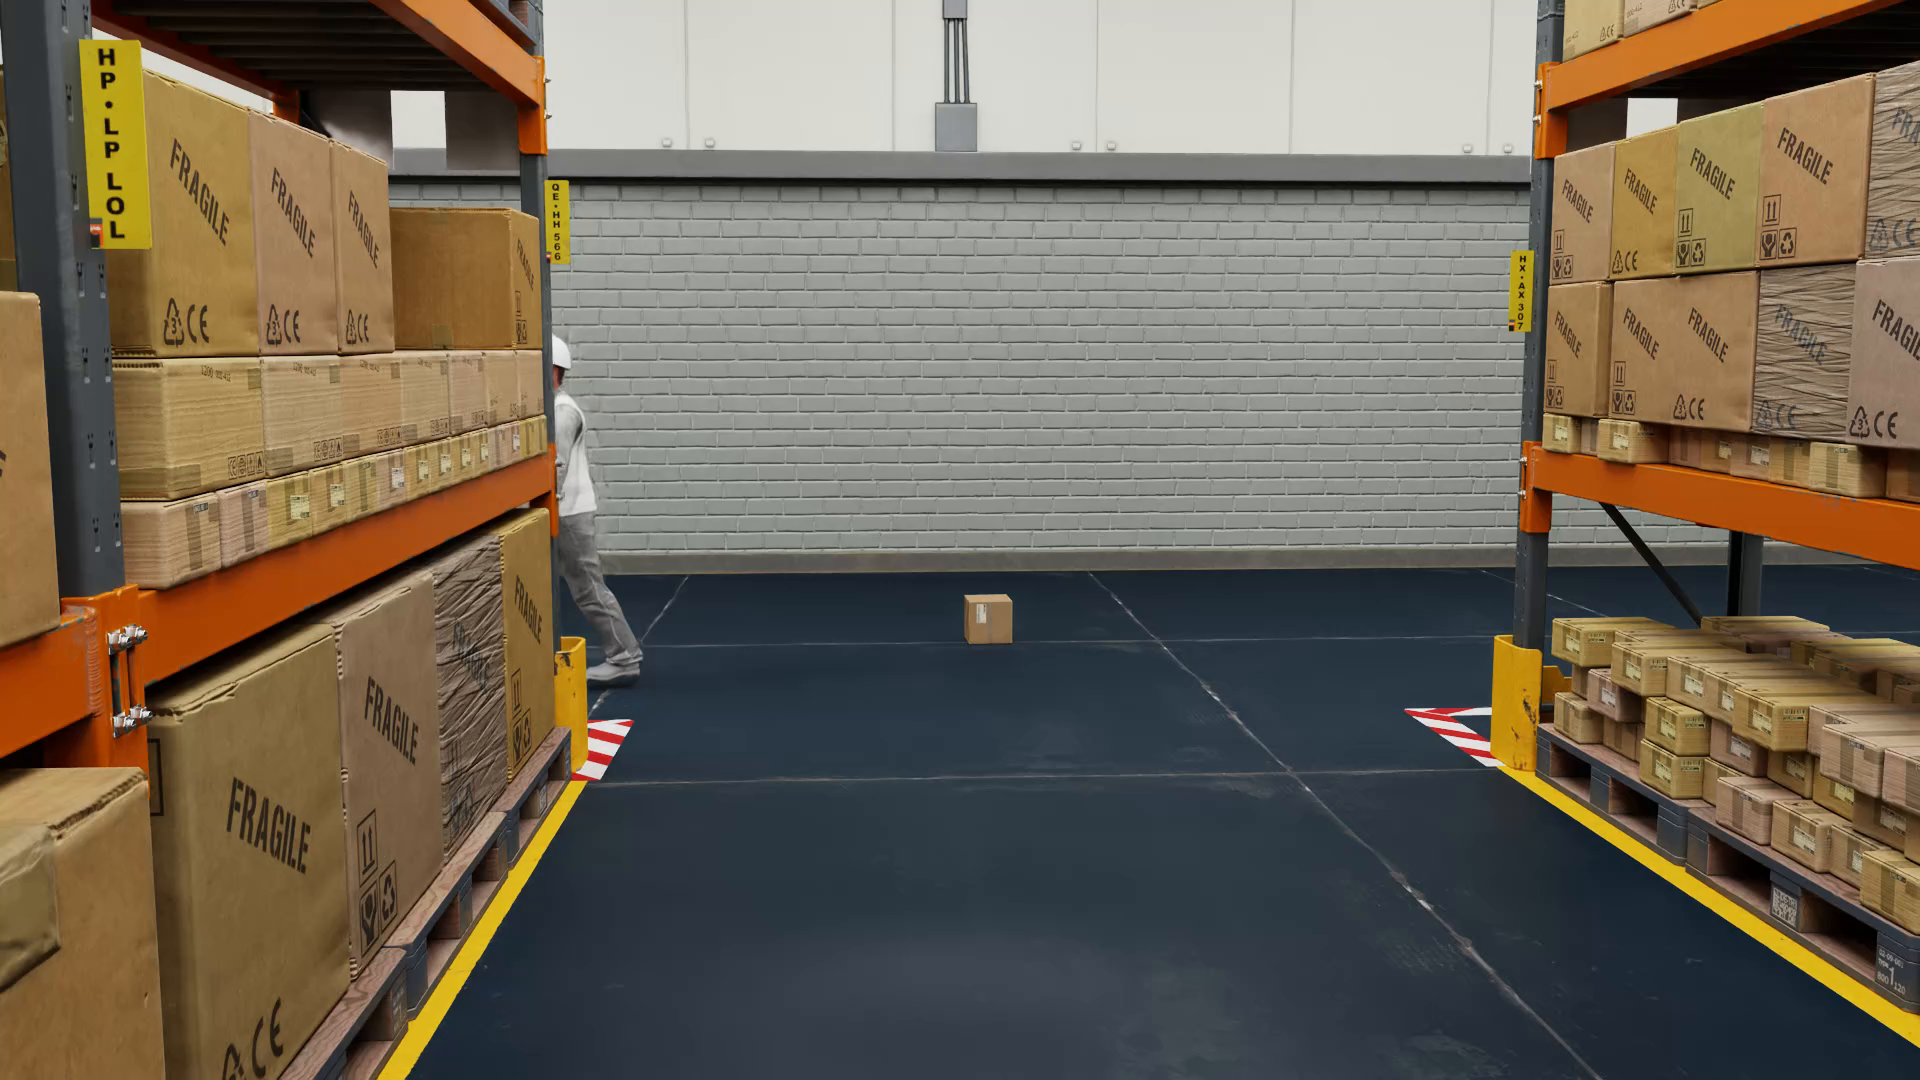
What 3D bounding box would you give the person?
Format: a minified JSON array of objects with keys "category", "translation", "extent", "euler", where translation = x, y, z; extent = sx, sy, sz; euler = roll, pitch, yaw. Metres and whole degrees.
[{"category":"person","translation":[-2.058,-0.135,8.169],"extent":[0.978,1.727,0.556],"euler":[-3,8,-26]}]
